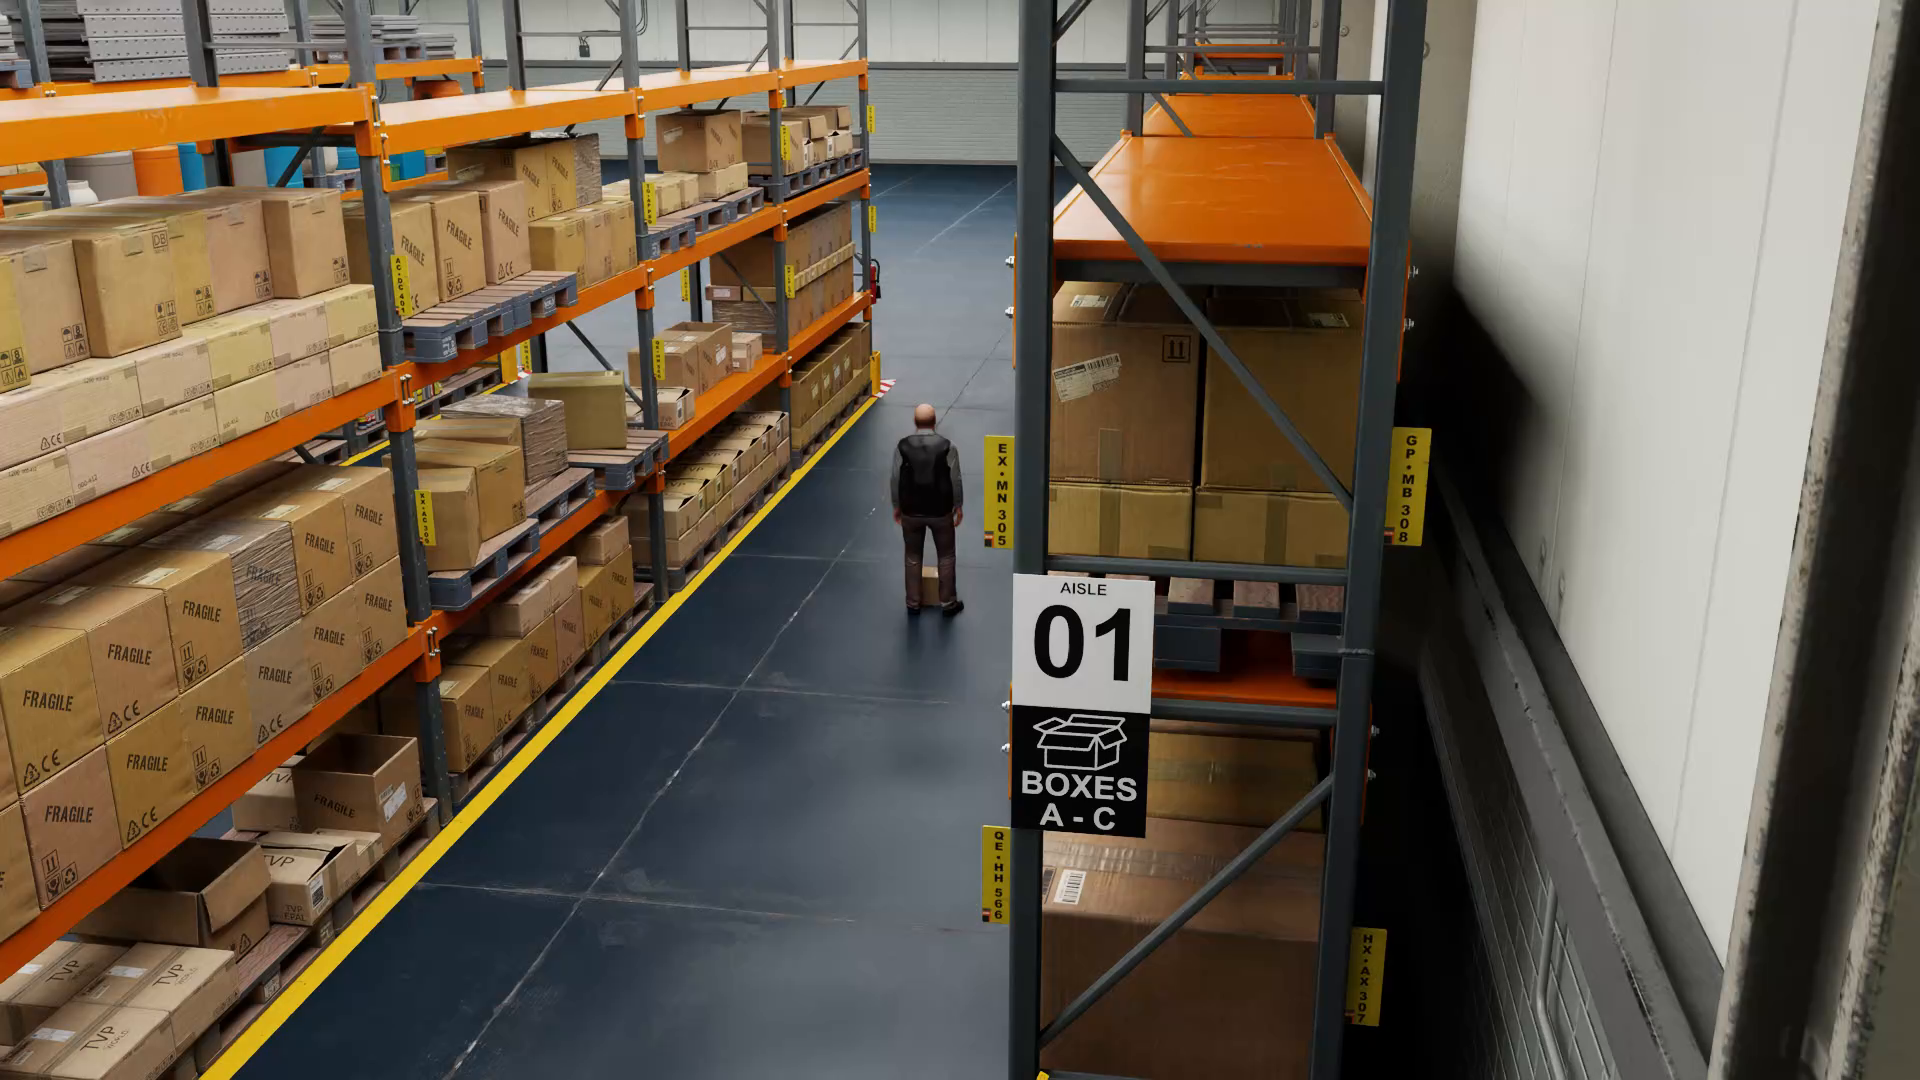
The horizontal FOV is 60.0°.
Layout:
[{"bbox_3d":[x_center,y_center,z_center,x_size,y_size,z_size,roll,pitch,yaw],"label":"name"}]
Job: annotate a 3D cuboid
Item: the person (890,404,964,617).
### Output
[{"bbox_3d":[-0.264,-0.180,13.326,0.580,1.616,0.425,2,18,6],"label":"person"}]
